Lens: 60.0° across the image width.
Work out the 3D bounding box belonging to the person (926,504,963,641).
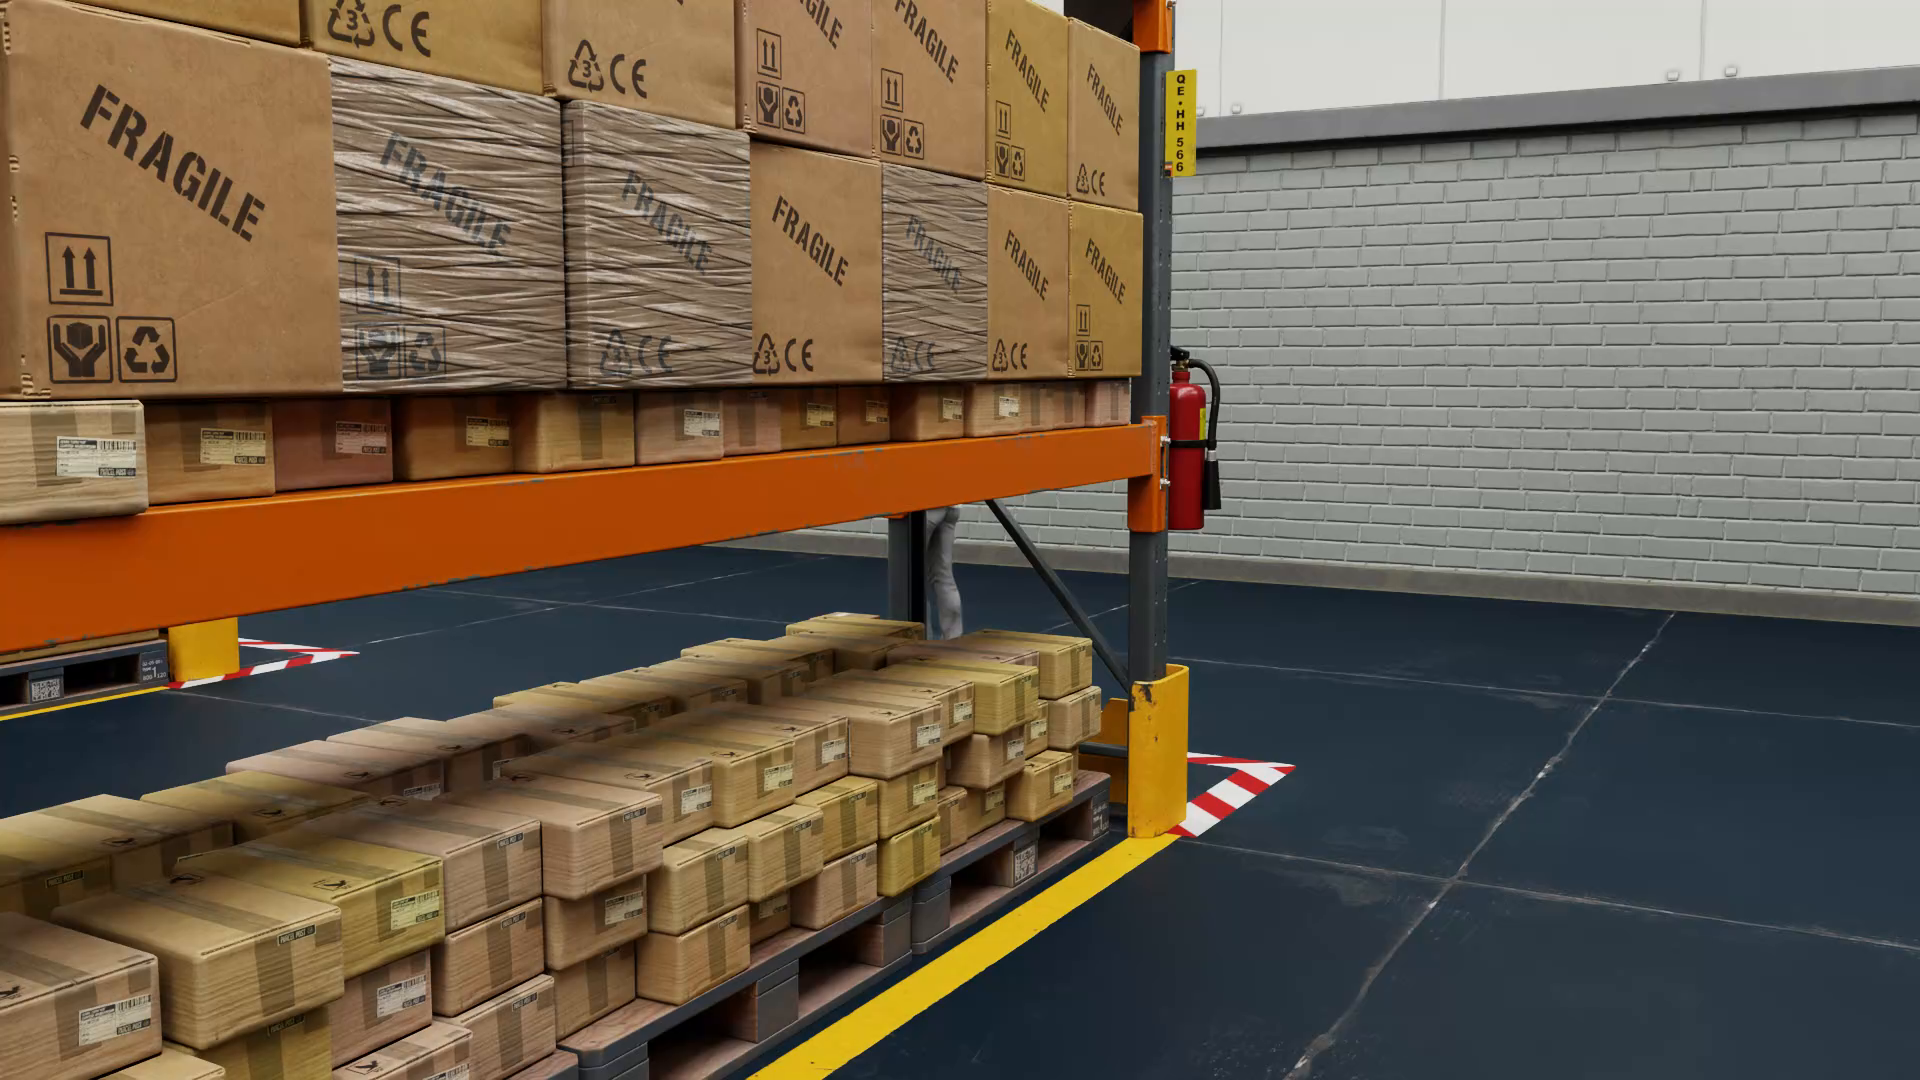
[{"bbox_3d":[-0.172,-0.140,7.871,0.370,1.601,0.413,4,7,30],"label":"person"}]
